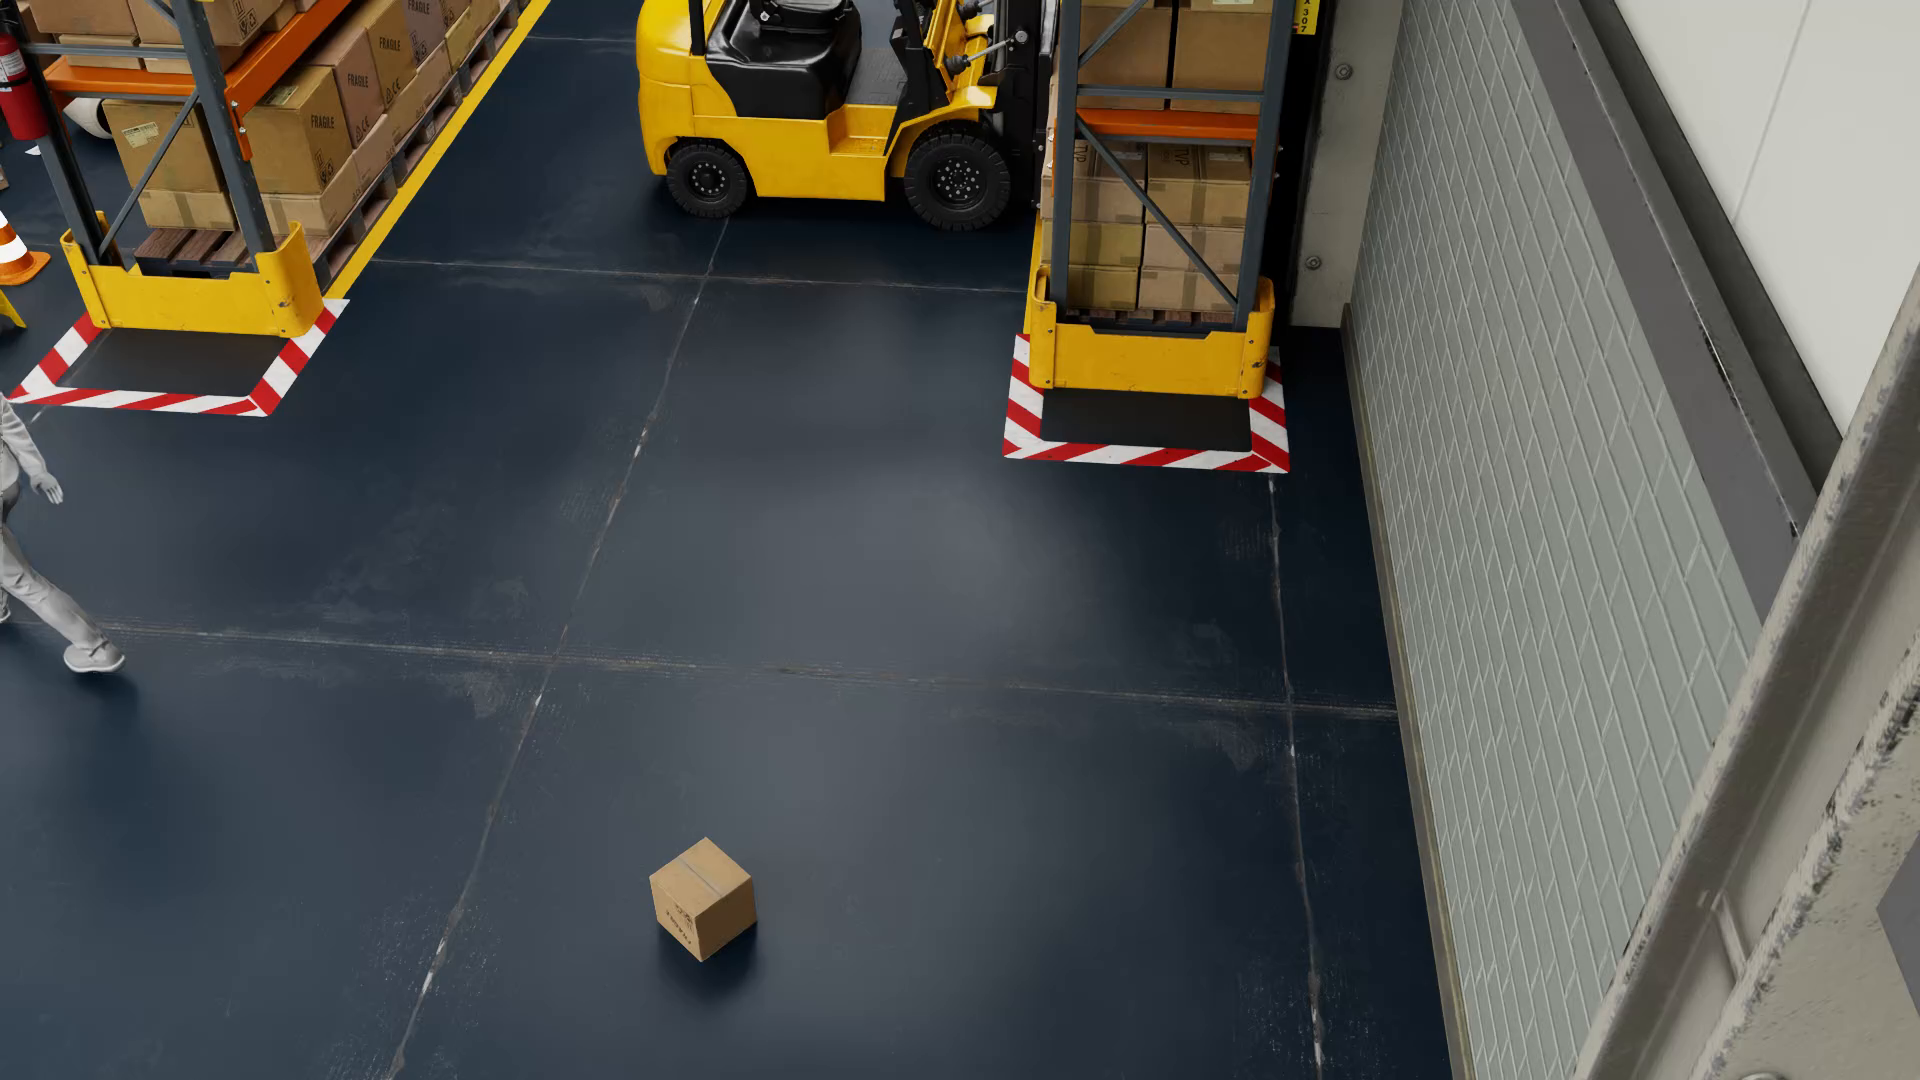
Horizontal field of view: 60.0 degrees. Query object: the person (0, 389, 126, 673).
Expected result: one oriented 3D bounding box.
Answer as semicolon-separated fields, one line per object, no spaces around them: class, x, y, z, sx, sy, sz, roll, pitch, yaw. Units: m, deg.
person;-3.827;-0.192;6.355;0.970;1.635;0.512;9;41;11
